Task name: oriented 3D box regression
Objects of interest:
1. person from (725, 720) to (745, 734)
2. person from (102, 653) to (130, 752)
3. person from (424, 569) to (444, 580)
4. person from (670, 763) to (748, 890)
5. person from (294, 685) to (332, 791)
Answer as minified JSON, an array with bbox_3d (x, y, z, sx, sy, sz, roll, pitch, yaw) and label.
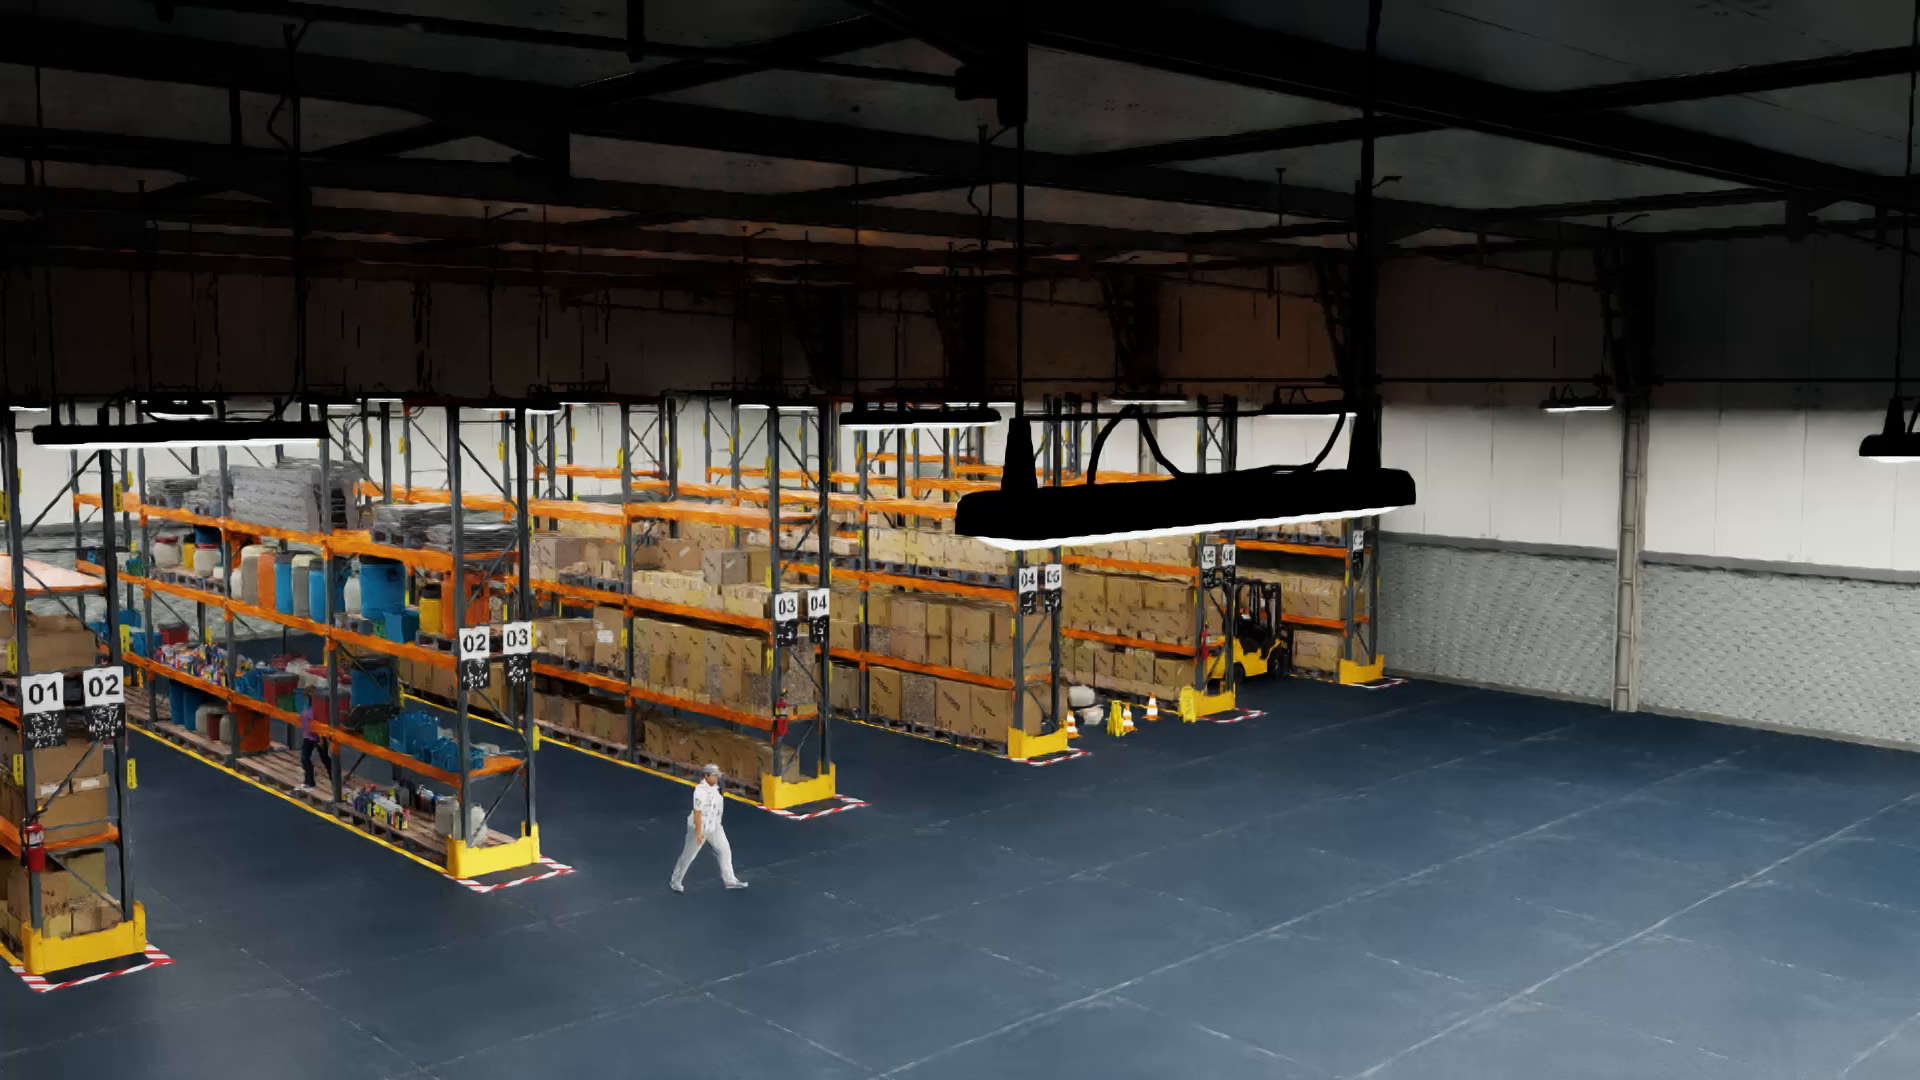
[{"bbox_3d":[-3.843,2.730,28.617,0.582,1.650,0.371,3,6,26],"label":"person"},{"bbox_3d":[-14.453,2.760,28.280,0.545,1.652,0.545,-2,6,-24],"label":"person"},{"bbox_3d":[-13.348,1.364,42.409,0.613,1.755,0.622,-1,6,-8],"label":"person"},{"bbox_3d":[-3.145,3.544,20.575,0.941,1.607,0.519,2,6,23],"label":"person"},{"bbox_3d":[-9.605,2.942,24.797,0.577,1.576,0.562,4,7,33],"label":"person"}]
